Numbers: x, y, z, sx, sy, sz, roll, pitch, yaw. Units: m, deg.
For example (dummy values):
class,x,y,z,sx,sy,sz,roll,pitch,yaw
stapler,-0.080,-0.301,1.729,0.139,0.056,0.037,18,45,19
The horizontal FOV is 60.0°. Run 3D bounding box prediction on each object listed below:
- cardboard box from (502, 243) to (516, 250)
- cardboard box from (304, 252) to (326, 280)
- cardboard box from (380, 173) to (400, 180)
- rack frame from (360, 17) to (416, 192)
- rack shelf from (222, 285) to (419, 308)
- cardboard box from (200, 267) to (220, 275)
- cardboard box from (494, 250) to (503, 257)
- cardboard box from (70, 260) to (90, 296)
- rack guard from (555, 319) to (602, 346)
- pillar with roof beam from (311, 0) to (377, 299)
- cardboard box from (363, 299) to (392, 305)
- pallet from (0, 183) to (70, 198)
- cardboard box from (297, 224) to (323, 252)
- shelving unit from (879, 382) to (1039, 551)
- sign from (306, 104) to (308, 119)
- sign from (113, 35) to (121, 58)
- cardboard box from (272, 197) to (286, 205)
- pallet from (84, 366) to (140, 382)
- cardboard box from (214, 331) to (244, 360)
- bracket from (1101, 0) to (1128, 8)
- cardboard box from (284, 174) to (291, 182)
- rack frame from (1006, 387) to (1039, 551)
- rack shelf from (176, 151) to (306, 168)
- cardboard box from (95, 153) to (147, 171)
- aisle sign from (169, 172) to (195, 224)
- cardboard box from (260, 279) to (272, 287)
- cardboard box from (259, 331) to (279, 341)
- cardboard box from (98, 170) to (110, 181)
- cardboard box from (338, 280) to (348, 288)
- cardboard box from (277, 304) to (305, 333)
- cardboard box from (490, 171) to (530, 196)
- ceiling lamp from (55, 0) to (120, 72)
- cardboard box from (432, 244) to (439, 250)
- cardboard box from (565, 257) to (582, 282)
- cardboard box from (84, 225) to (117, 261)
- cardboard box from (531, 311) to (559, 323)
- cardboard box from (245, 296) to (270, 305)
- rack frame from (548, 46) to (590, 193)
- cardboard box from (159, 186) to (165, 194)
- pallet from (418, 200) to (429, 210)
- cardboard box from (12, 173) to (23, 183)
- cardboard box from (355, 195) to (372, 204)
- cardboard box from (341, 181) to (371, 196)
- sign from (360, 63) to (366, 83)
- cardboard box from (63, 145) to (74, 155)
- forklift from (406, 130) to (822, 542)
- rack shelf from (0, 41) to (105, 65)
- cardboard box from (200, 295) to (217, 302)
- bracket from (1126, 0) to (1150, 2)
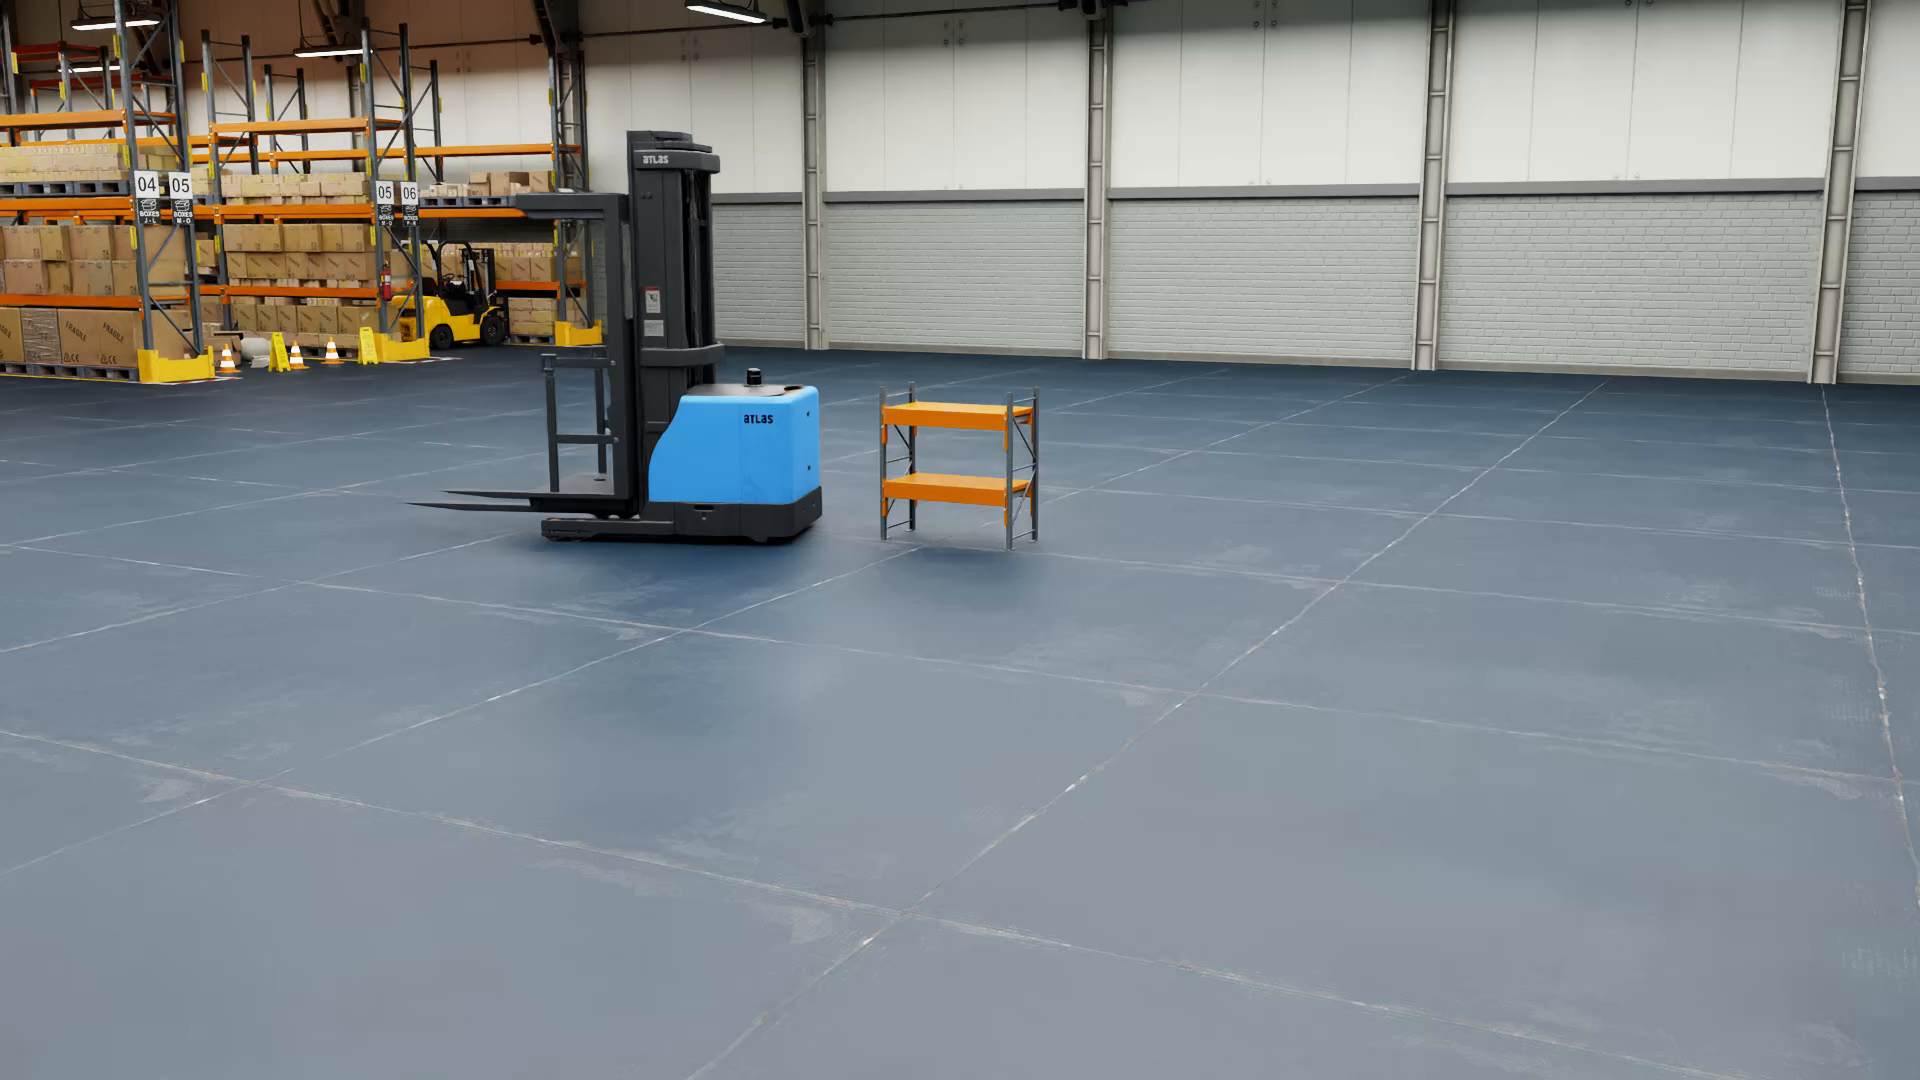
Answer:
class,x,y,z,sx,sy,sz,roll,pitch,yaw
cardboard box,-9.398,-6.165,34.935,0.250,0.149,0.380,5,12,27
cardboard box,-11.725,-5.072,30.718,0.500,0.500,0.500,5,11,26
cardboard box,-10.451,-6.603,30.336,0.250,0.149,0.380,5,11,25
rack frame,-10.222,-7.750,29.782,0.127,3.000,1.000,5,11,26
rack shelf,-12.016,-4.601,31.252,4.000,0.370,1.077,5,11,26
cardboard box,-14.393,-5.192,32.024,0.250,0.149,0.380,5,11,27
cardboard box,-9.625,-6.039,35.073,0.250,0.149,0.380,5,11,26
cardboard box,-13.624,-4.199,26.588,0.550,0.550,0.875,5,11,26
rack guard,-8.008,-4.359,34.911,0.348,0.500,1.175,5,11,26
pillar with roof beam,-15.540,-8.527,34.076,0.548,9.000,9.100,5,11,26
cardboard box,-12.782,-5.046,37.176,0.625,0.625,0.875,5,11,25
pallet,-15.180,-5.681,27.022,1.213,0.211,1.003,5,11,26
cardboard box,-11.730,-5.556,30.580,0.500,0.500,0.700,5,11,25
shelving unit,-0.006,-0.554,12.133,1.048,1.125,0.538,5,11,26
sign,-14.961,-9.800,38.041,0.005,0.325,0.100,5,11,26
sign,-12.575,-7.364,24.807,0.005,0.325,0.100,5,11,26
cardboard box,-12.521,-6.286,30.823,0.250,0.149,0.380,5,11,25
pallet,-13.073,-2.678,26.432,1.213,0.211,1.003,5,11,26
cardboard box,-13.450,-3.582,30.613,0.500,0.500,0.500,-4,11,-23
bracket,2.722,-9.478,29.223,0.430,0.232,0.235,5,11,26
cardboard box,-12.240,-6.671,30.713,0.250,0.149,0.380,5,12,27
rack frame,0.450,-0.514,11.912,0.032,1.125,0.500,5,11,26
rack shelf,-16.997,-8.780,38.618,4.000,0.370,1.077,5,11,26
cardboard box,-12.884,-5.798,25.545,0.500,0.250,0.500,5,11,27
aisle sign,-12.125,-5.321,25.907,0.004,0.787,0.394,5,11,26
cardboard box,-12.961,-4.861,31.369,0.250,0.149,0.380,5,12,28
cardboard box,-12.916,-3.837,31.548,0.500,0.250,0.500,6,12,29
cardboard box,-12.995,-5.600,25.570,0.250,0.149,0.380,5,11,26
cardboard box,-11.149,-4.695,30.456,0.250,0.149,0.380,5,11,25
cardboard box,-12.450,-4.165,31.254,0.500,0.500,0.500,6,12,29
cardboard box,-9.408,-7.464,34.888,0.500,0.500,0.700,5,11,26
ceiling lamp,-19.011,-11.944,36.565,2.000,3.185,0.800,5,11,26
cardboard box,-11.179,-6.345,35.928,0.250,0.149,0.380,5,11,27
cardboard box,-8.351,-5.723,35.150,0.500,0.500,0.500,5,12,28
cardboard box,-13.171,-4.668,26.149,0.550,0.550,0.875,5,11,26
cardboard box,-8.604,-4.679,34.798,0.500,0.250,0.500,5,11,25
cardboard box,-13.314,-4.546,31.539,0.250,0.149,0.380,5,11,27
rack frame,-8.029,-8.543,34.164,0.127,3.000,1.000,5,11,26
cardboard box,-15.306,-6.826,32.341,0.500,0.250,0.500,5,11,27
pallet,-12.413,-7.355,36.563,1.217,0.209,0.805,5,11,24
cardboard box,-14.819,-5.760,26.455,0.250,0.149,0.380,5,11,25
cardboard box,-10.666,-6.134,29.981,0.250,0.149,0.380,5,11,26
cardboard box,-10.800,-6.344,30.021,0.500,0.250,0.500,5,11,25
sign,-10.486,-8.200,29.204,0.005,0.325,0.100,5,11,26
cardboard box,-13.683,-6.052,25.833,0.250,0.149,0.380,5,11,26
forklift,-2.627,-1.521,12.404,3.031,2.935,1.130,1,10,8
rack shelf,-19.190,-9.819,33.905,4.000,0.370,1.077,5,11,26
cardboard box,-17.817,-5.714,39.398,0.250,0.149,0.380,5,11,25
bracket,5.048,-9.273,28.094,4.783,0.066,0.076,5,11,26
